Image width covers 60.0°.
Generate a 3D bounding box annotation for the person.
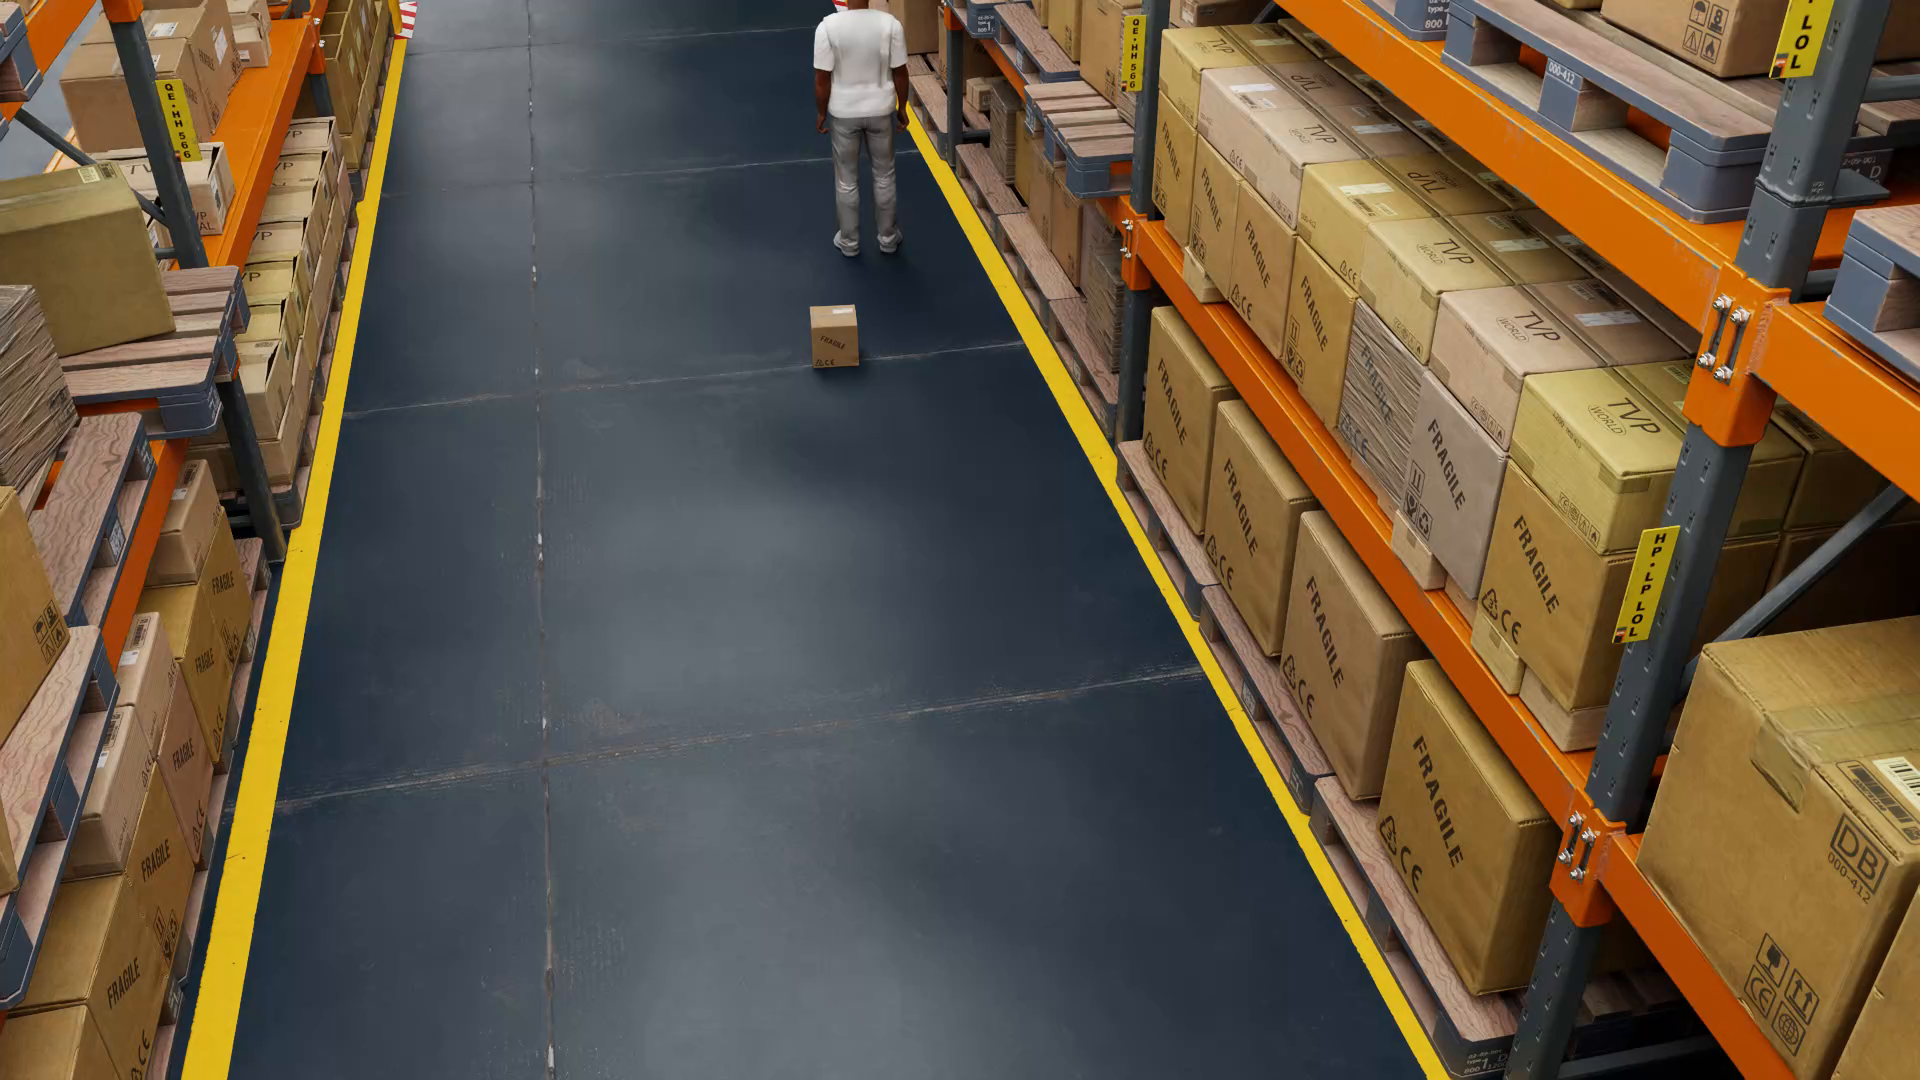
[{"bbox_3d":[-0.585,-2.554,9.882,0.564,1.772,0.370,-5,35,-8],"label":"person"}]
